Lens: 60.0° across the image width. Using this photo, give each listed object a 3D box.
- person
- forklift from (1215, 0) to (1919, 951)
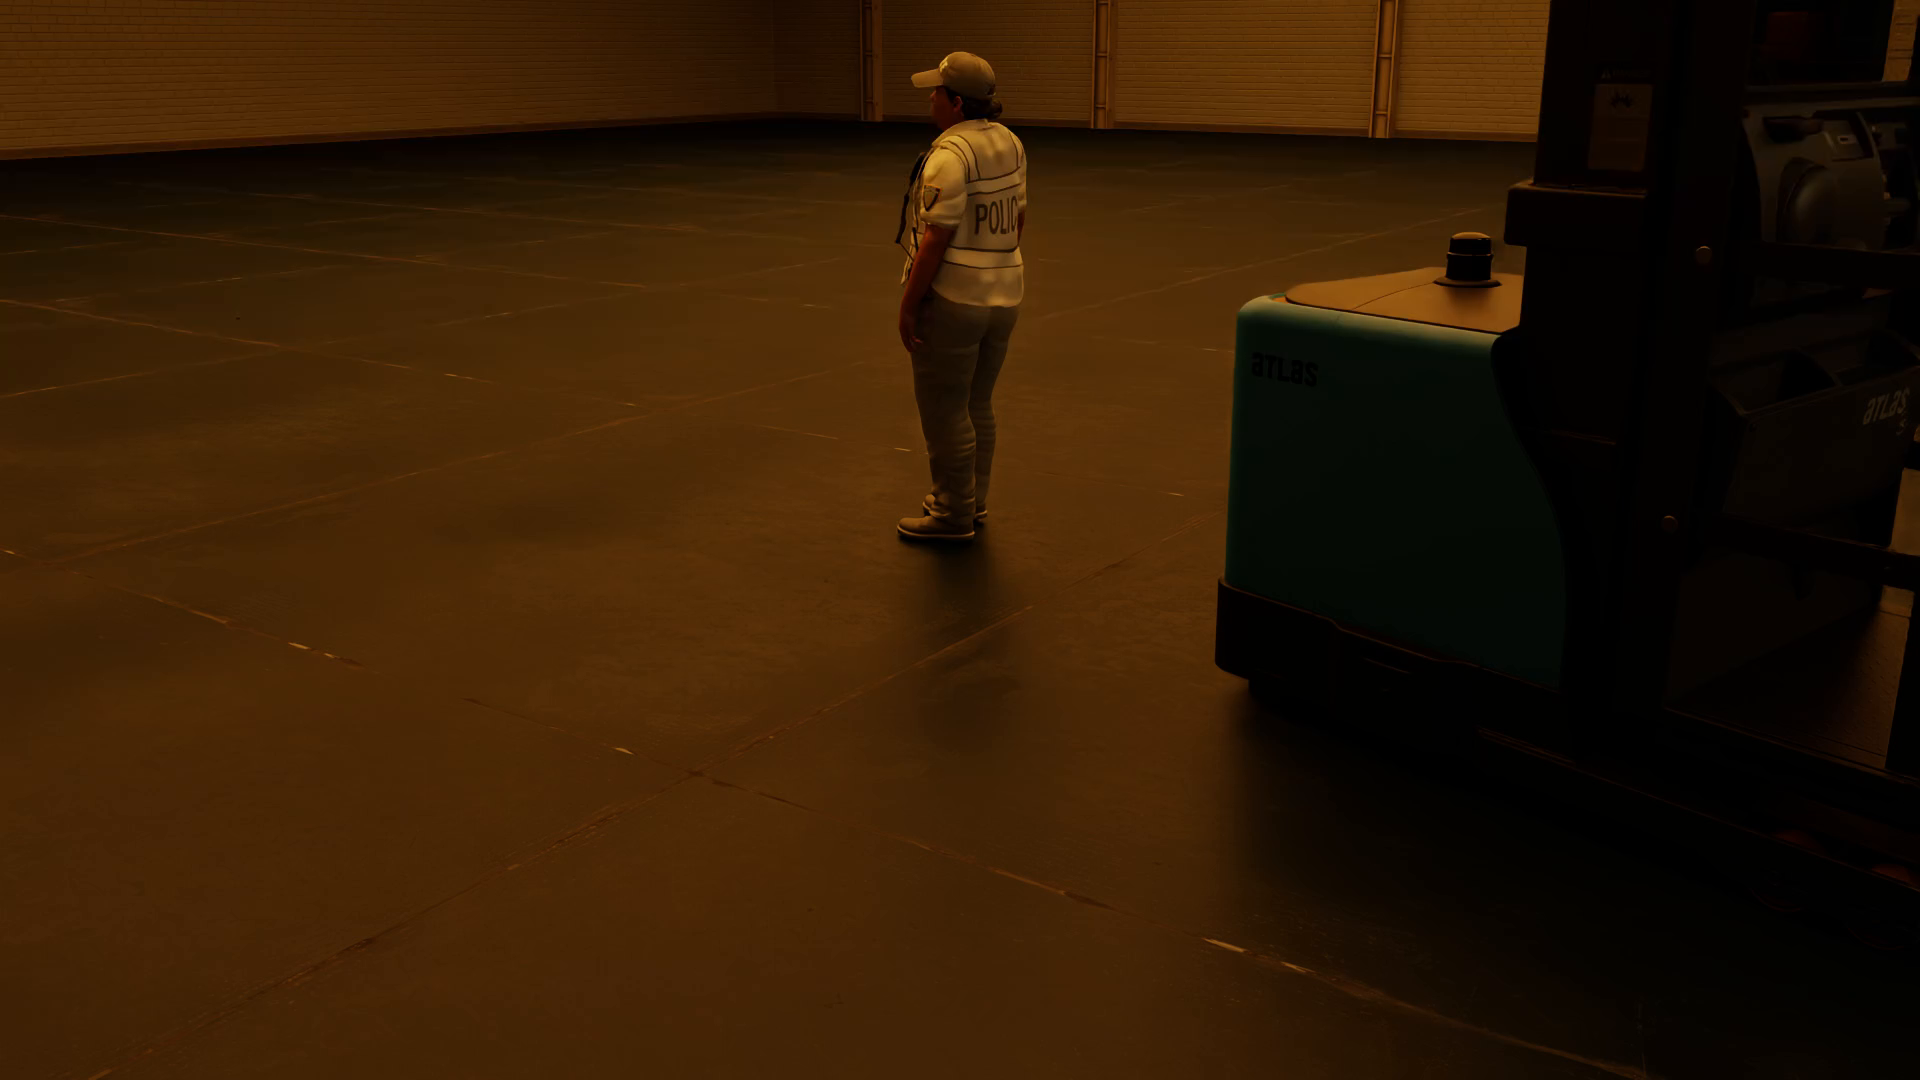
[{"bbox_3d":[-0.050,-0.824,5.767,0.529,1.670,0.598,11,20,33],"label":"person"},{"bbox_3d":[2.027,-0.763,3.382,1.130,2.935,3.031,-13,21,-38],"label":"forklift"}]
